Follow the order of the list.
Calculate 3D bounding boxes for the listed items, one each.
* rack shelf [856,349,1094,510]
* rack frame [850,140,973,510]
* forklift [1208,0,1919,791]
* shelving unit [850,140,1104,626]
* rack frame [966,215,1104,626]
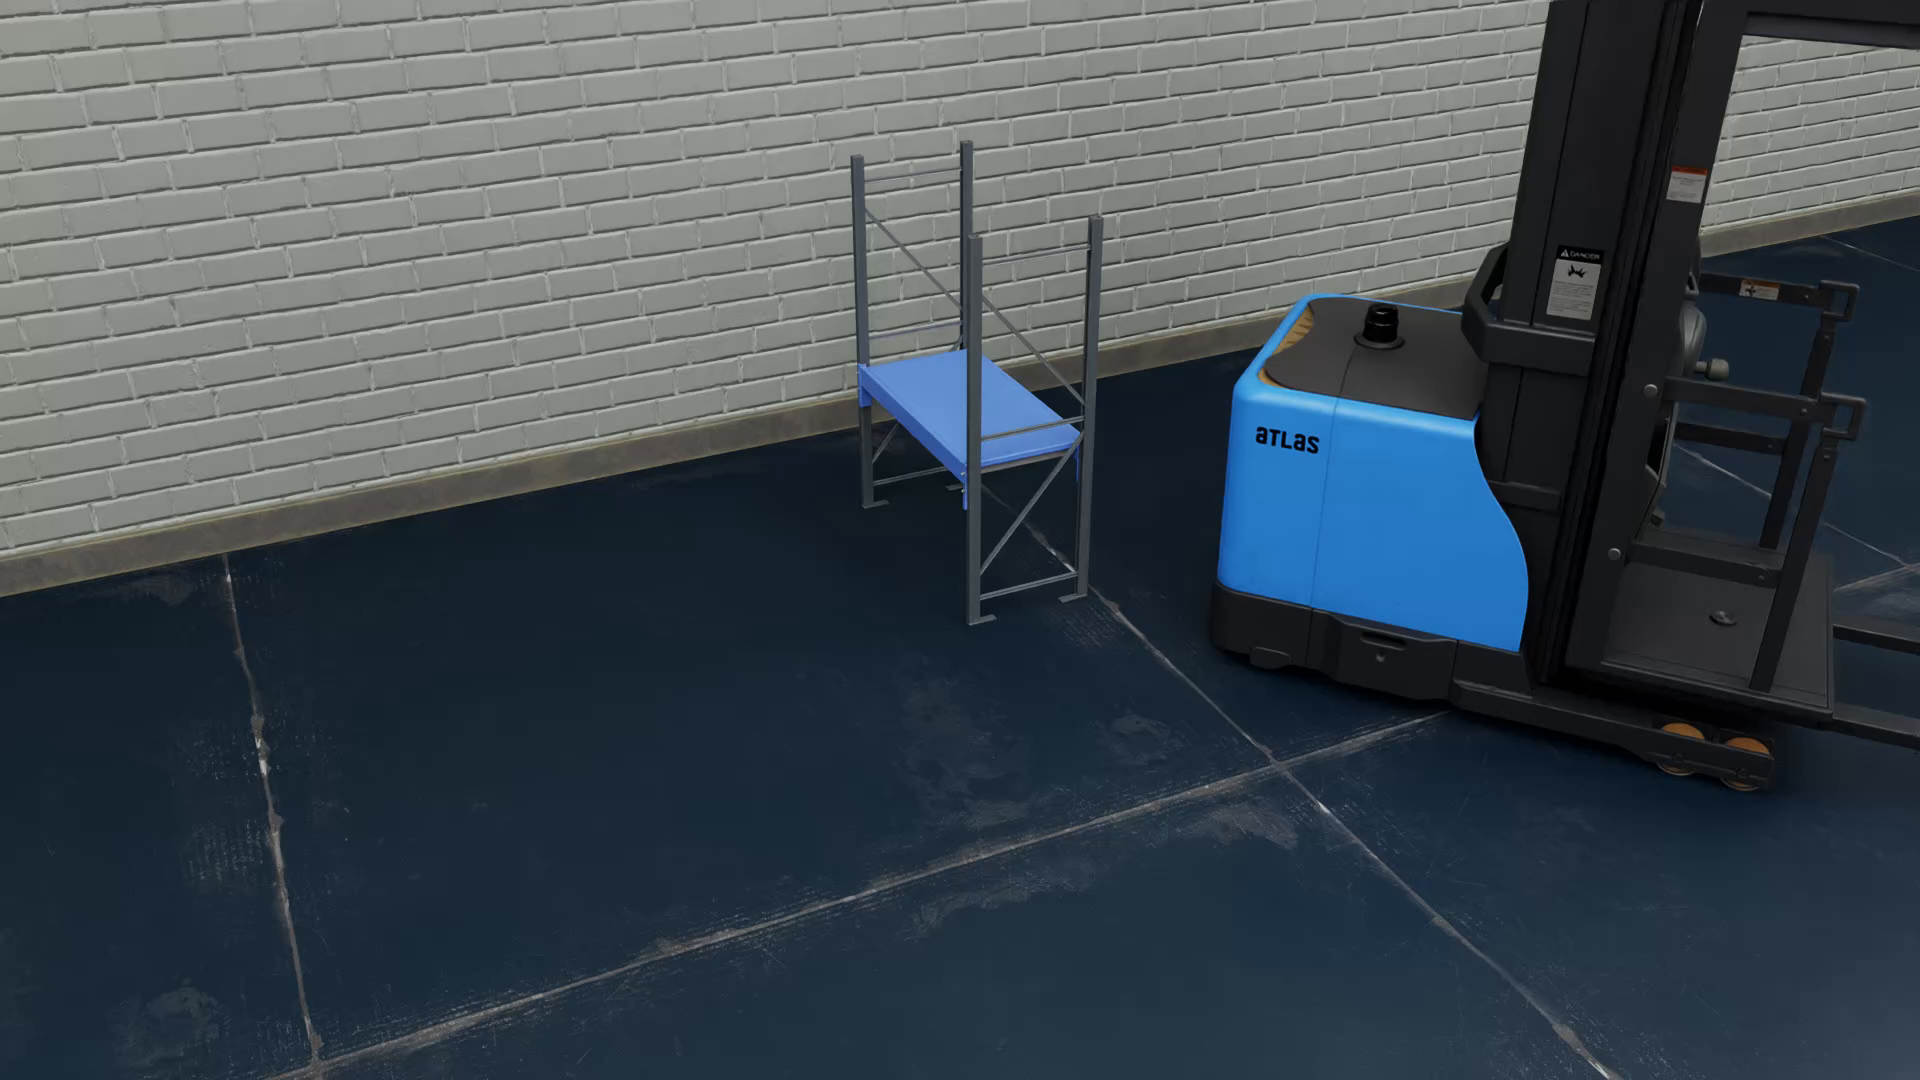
[{"bbox_3d":[0.037,-0.460,6.404,0.538,0.185,1.000,-13,32,-22],"label":"rack shelf"},{"bbox_3d":[-0.182,-0.841,6.716,0.500,1.500,0.032,-13,32,-22],"label":"rack frame"},{"bbox_3d":[2.455,-0.773,5.132,3.031,2.935,1.130,12,32,21],"label":"forklift"},{"bbox_3d":[0.037,-0.616,6.316,0.538,1.500,1.048,-13,32,-22],"label":"shelving unit"},{"bbox_3d":[0.255,-0.392,5.916,0.500,1.500,0.032,-13,32,-22],"label":"rack frame"}]
